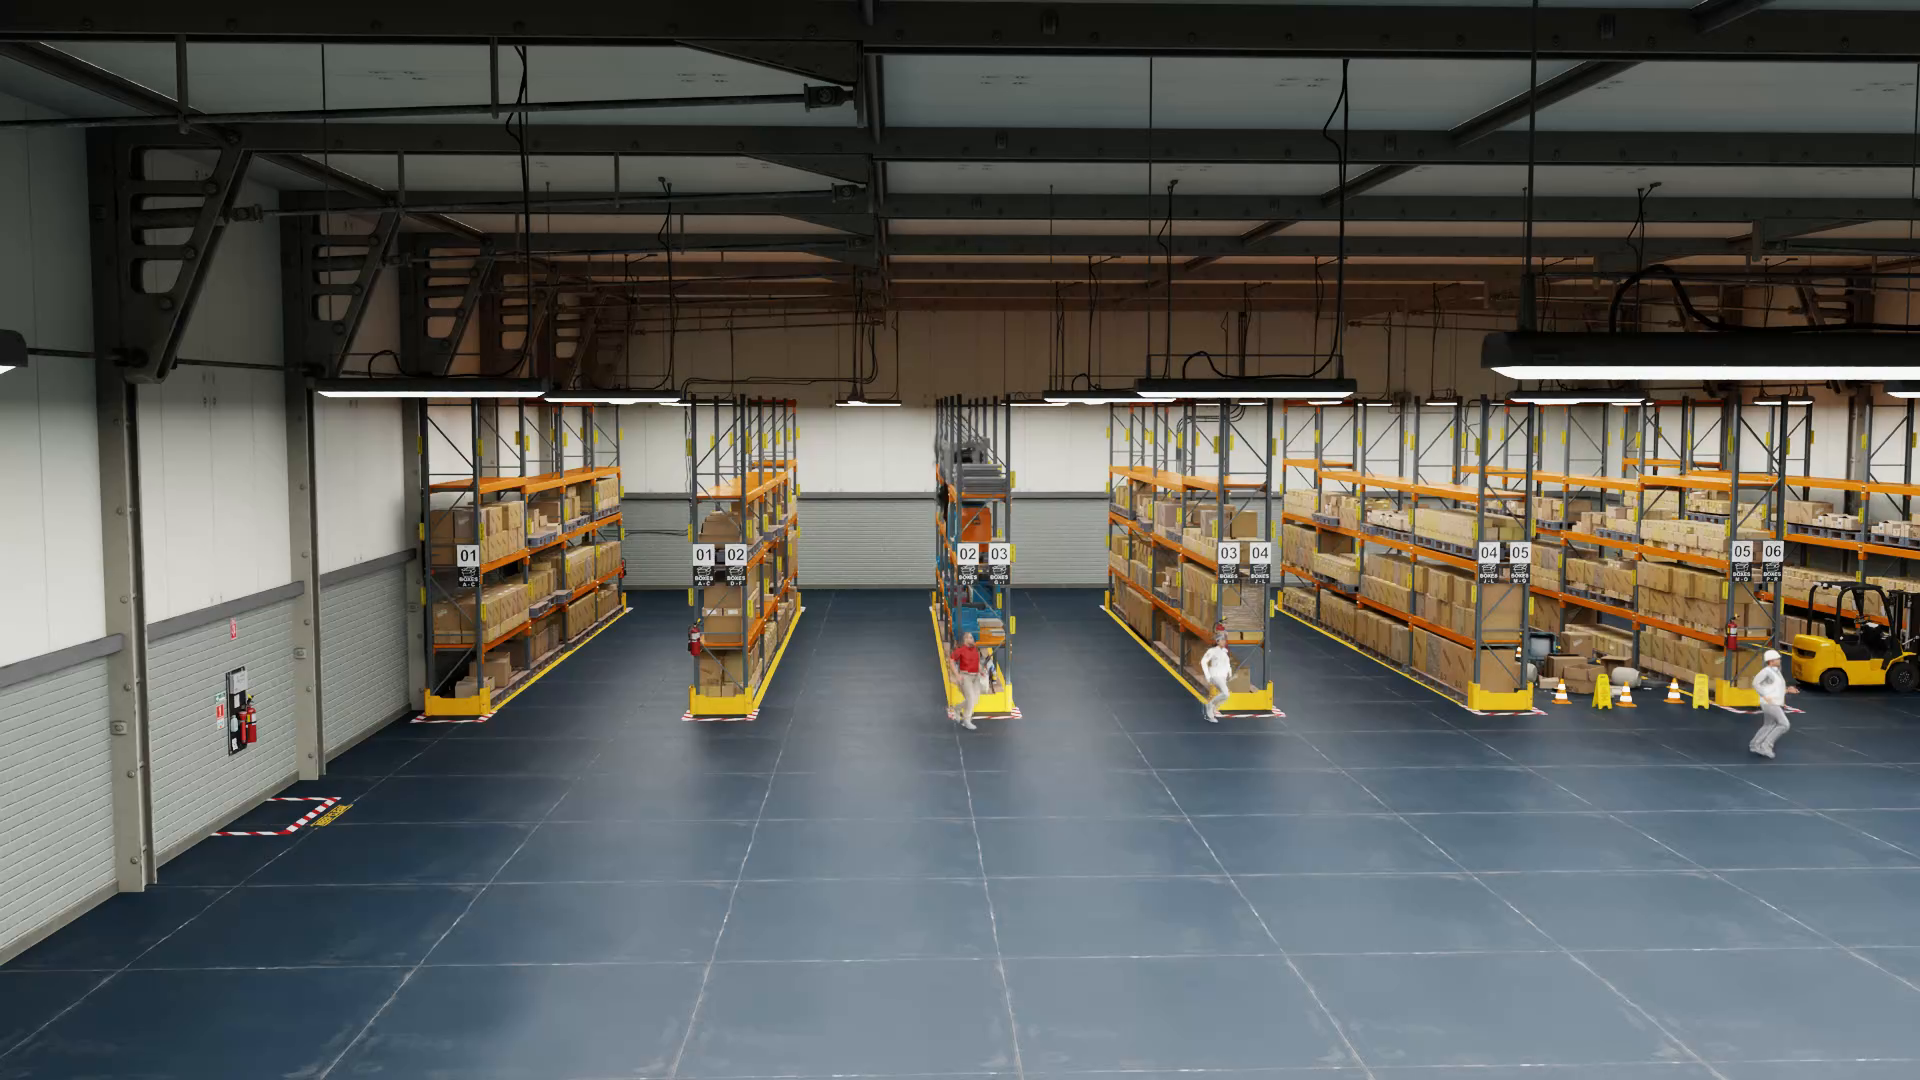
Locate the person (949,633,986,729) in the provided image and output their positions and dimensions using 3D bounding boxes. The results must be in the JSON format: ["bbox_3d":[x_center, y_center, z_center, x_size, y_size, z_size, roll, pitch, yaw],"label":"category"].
[{"bbox_3d":[0.146,2.535,30.085,0.648,1.692,0.717,4,6,42],"label":"person"}]

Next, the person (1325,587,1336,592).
[{"bbox_3d":[11.021,0.984,49.065,0.849,1.735,0.733,0,4,2],"label":"person"}]

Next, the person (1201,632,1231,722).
[{"bbox_3d":[4.780,2.506,30.416,0.596,1.626,0.532,-4,6,-42],"label":"person"}]

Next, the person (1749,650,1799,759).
[{"bbox_3d":[13.364,2.699,27.321,0.712,1.779,0.633,4,6,38],"label":"person"}]
